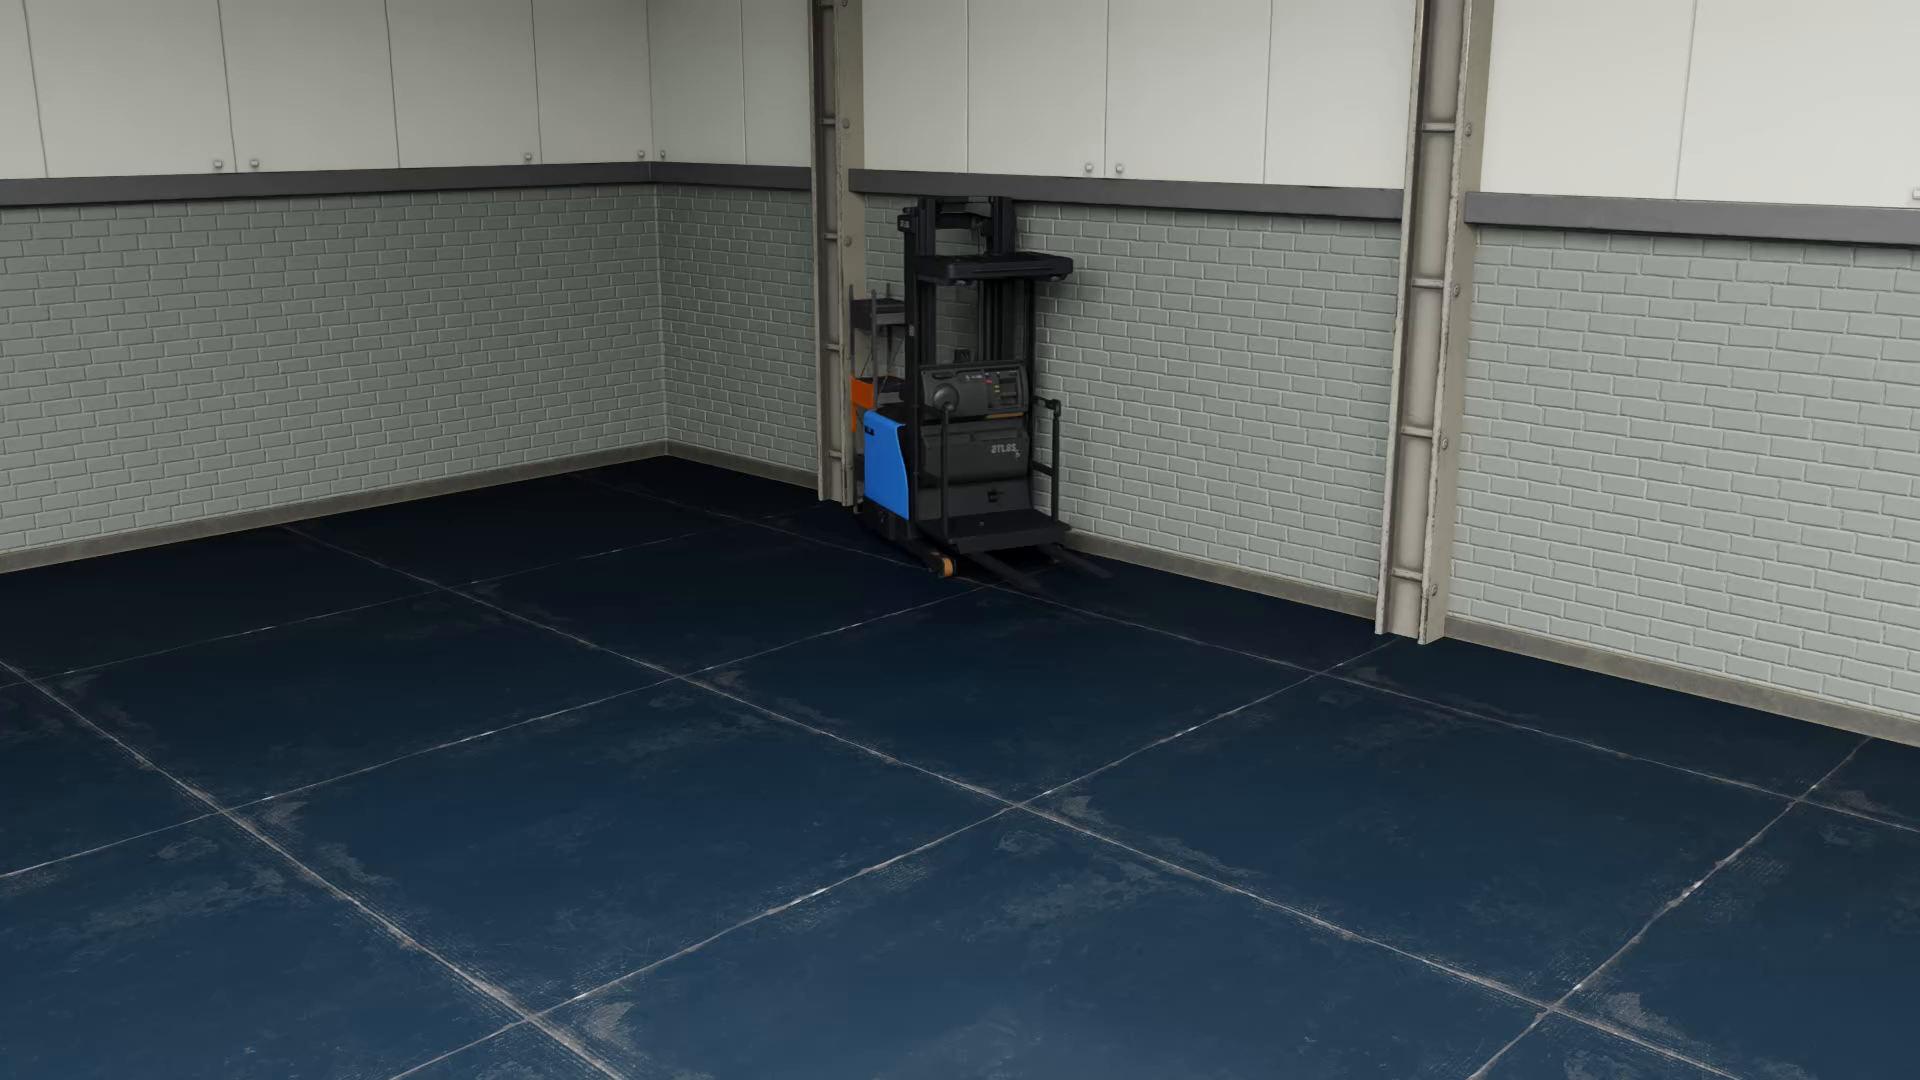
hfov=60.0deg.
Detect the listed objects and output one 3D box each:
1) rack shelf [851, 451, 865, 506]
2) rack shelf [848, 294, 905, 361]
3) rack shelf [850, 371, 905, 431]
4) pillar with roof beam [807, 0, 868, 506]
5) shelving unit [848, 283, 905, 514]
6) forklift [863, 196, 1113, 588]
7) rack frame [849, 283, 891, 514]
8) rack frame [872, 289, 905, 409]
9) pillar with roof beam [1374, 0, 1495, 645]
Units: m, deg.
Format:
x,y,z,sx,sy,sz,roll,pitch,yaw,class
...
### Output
x,y,z,sx,sy,sz,roll,pitch,yaw,class
-0.693,-0.539,15.156,0.431,0.518,0.480,-7,16,-26,rack shelf
-0.697,-1.896,14.813,0.431,0.518,0.480,-7,16,-26,rack shelf
-0.695,-1.217,14.984,0.431,0.518,0.480,-7,16,-26,rack shelf
-4.098,-3.953,11.756,0.400,9.000,9.100,14,20,42,pillar with roof beam
-0.695,-1.230,14.981,0.431,2.100,0.503,-7,16,-26,shelving unit
0.214,-1.237,13.366,1.130,2.935,3.031,-7,16,-24,forklift
-0.808,-1.283,15.191,0.400,2.100,0.015,-7,16,-26,rack frame
-0.583,-1.178,14.771,0.400,2.100,0.015,-7,16,-26,rack frame
0.221,-2.903,7.726,0.400,9.000,9.100,14,20,42,pillar with roof beam
